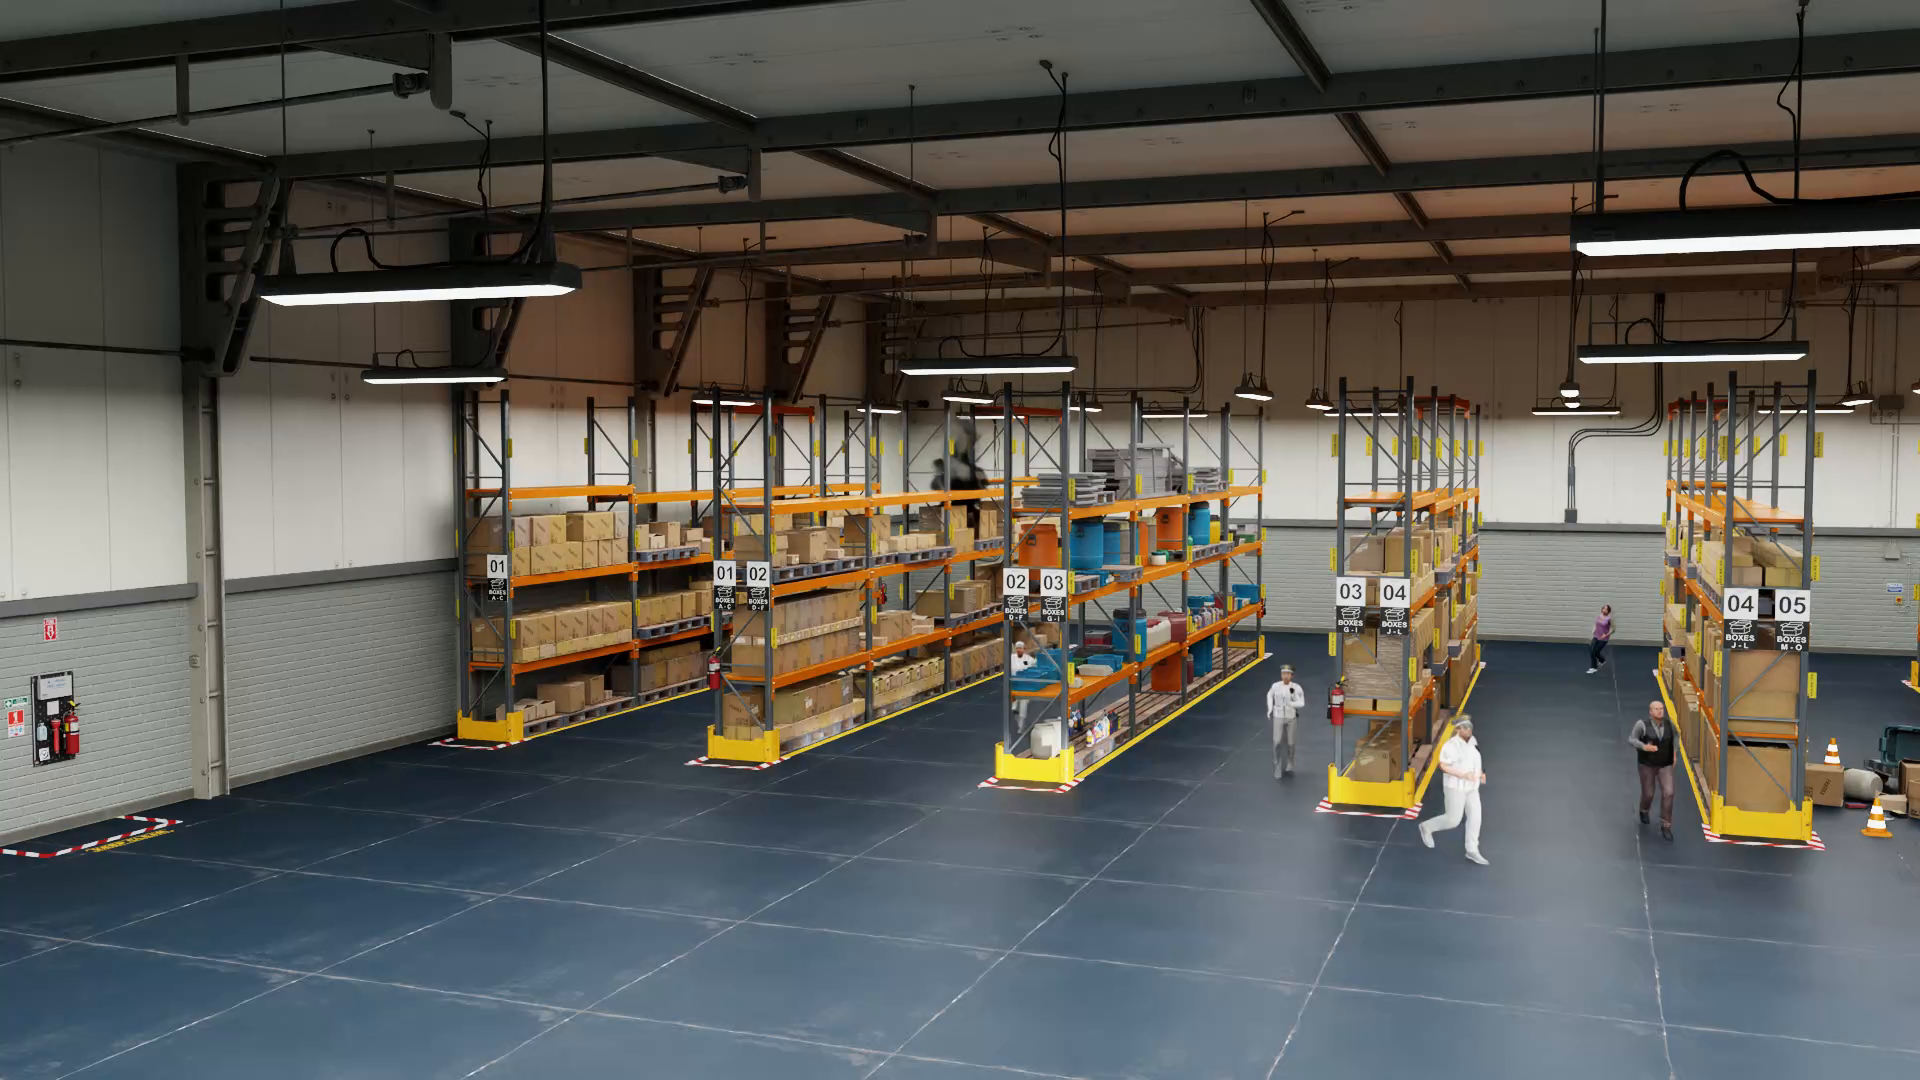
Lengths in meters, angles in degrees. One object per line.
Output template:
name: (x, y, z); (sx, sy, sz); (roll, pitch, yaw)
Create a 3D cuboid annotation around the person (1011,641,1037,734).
person: (1.085, 2.585, 29.418); (0.578, 1.619, 0.586); (1, 3, 15)

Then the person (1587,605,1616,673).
person: (14.322, 2.205, 37.050); (0.533, 1.545, 0.576); (-2, 4, -36)

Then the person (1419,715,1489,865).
person: (6.090, 3.008, 20.318); (0.672, 1.792, 0.910); (-2, 4, -31)

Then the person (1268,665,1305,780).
person: (4.962, 2.763, 25.357); (0.578, 1.752, 0.740); (1, 3, 15)

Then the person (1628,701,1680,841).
person: (9.046, 2.956, 21.646); (0.687, 1.746, 0.926); (1, 3, 10)
